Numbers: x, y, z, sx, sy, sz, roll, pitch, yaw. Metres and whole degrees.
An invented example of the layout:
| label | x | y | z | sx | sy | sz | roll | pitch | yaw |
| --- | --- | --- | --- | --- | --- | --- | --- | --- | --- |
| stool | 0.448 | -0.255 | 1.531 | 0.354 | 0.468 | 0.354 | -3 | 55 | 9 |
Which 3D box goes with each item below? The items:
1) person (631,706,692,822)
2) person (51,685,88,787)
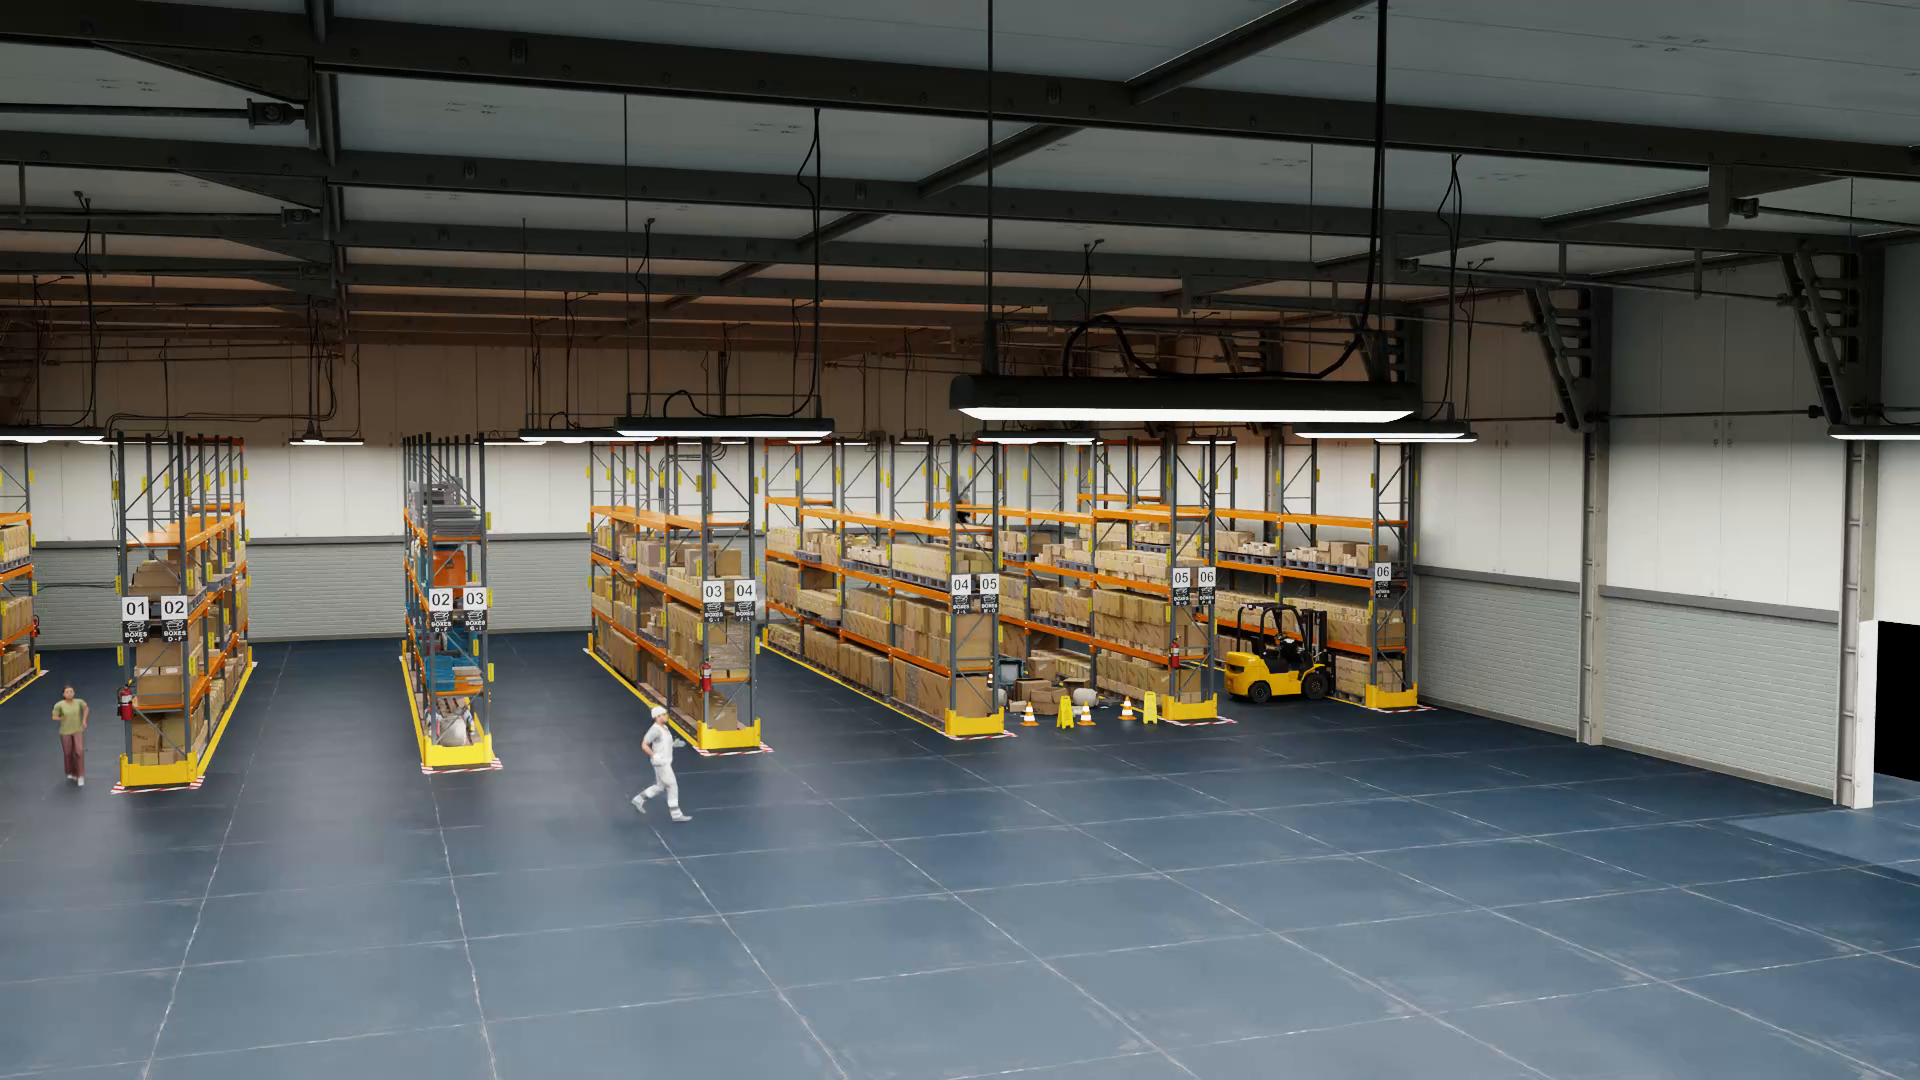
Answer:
| label | x | y | z | sx | sy | sz | roll | pitch | yaw |
| --- | --- | --- | --- | --- | --- | --- | --- | --- | --- |
| person | -4.570 | 3.416 | 25.388 | 0.963 | 1.768 | 0.667 | 0 | 3 | 1 |
| person | -15.137 | 3.319 | 28.304 | 0.568 | 1.696 | 0.738 | -2 | 4 | -30 |
